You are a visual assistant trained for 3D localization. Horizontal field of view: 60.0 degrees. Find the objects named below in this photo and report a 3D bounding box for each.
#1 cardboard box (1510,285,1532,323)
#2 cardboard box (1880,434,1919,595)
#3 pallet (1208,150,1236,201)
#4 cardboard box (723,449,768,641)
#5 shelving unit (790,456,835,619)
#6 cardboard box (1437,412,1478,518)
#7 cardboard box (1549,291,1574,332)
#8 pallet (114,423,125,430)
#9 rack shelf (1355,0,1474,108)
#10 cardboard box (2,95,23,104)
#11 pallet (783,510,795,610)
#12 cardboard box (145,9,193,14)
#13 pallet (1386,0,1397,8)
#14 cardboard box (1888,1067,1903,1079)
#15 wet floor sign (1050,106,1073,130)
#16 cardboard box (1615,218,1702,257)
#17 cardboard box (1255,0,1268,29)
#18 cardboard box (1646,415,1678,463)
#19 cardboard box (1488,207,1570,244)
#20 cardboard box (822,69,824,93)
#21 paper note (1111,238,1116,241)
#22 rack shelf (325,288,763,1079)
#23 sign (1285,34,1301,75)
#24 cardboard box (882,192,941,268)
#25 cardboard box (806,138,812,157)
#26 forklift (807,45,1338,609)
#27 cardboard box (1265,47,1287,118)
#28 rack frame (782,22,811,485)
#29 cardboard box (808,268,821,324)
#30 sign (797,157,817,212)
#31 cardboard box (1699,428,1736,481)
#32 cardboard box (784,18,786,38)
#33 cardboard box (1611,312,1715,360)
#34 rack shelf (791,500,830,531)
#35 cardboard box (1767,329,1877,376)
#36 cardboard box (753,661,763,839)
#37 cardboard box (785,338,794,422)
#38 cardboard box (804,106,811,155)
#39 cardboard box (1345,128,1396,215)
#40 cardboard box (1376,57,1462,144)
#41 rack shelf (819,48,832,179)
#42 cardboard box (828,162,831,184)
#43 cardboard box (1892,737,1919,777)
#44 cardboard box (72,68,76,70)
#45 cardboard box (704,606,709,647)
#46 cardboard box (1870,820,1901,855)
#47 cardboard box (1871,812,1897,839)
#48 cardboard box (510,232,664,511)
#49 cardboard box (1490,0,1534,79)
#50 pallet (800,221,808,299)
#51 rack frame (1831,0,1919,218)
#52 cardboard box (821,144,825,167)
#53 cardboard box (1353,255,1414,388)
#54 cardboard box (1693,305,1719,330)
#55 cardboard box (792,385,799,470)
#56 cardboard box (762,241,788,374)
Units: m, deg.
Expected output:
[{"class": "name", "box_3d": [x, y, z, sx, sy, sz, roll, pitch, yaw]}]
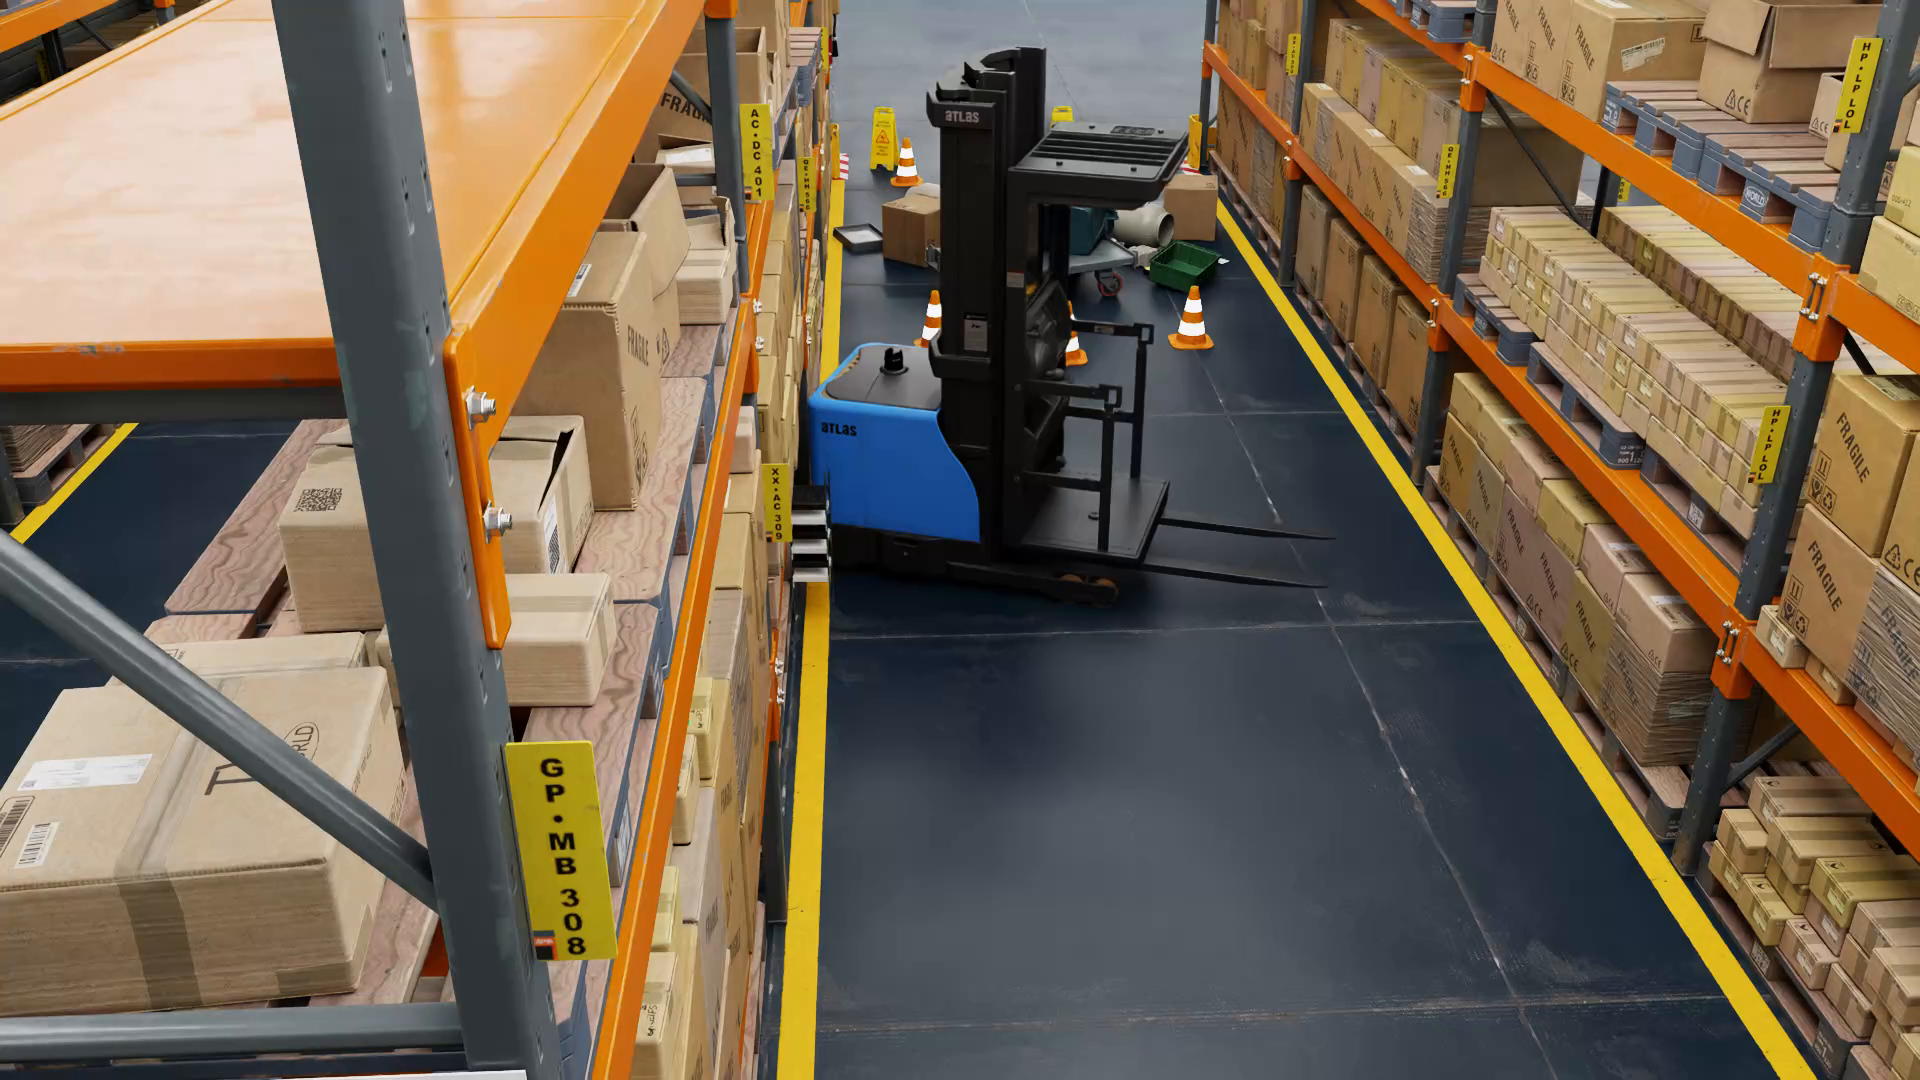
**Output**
[{"class": "cardboard box", "box_3d": [3.338, -1.333, 9.379, 0.380, 0.149, 0.250, 0, 28, 0]}, {"class": "cardboard box", "box_3d": [3.519, -0.037, 5.566, 0.500, 0.500, 0.500, -2, 28, -4]}, {"class": "pallet", "box_3d": [3.190, -3.809, 17.324, 1.003, 0.211, 1.213, -1, 28, -3]}, {"class": "cardboard box", "box_3d": [-0.941, 0.019, 5.780, 0.500, 0.500, 0.500, -2, 28, -3]}, {"class": "shelving unit", "box_3d": [-0.831, -0.011, 9.297, 0.210, 0.900, 0.258, 0, 28, 1]}, {"class": "cardboard box", "box_3d": [3.270, -0.463, 10.143, 0.500, 0.500, 0.500, -3, 28, -5]}, {"class": "cardboard box", "box_3d": [3.372, -1.217, 8.835, 0.380, 0.149, 0.250, -1, 28, -3]}, {"class": "pallet", "box_3d": [-6.472, -1.137, 12.202, 1.003, 0.211, 1.213, -1, 28, -3]}, {"class": "rack shelf", "box_3d": [3.383, -3.653, 11.544, 1.077, 0.370, 4.000, -1, 28, -3]}, {"class": "cardboard box", "box_3d": [-6.838, -3.201, 12.335, 0.380, 0.149, 0.250, -1, 28, -3]}, {"class": "pallet", "box_3d": [-1.484, 0.051, 9.925, 1.003, 0.211, 1.213, -1, 28, -3]}, {"class": "cardboard box", "box_3d": [-6.951, -4.591, 14.678, 0.380, 0.149, 0.250, -1, 28, -1]}, {"class": "pallet", "box_3d": [3.340, -3.777, 11.208, 1.003, 0.211, 1.213, 0, 28, 0]}, {"class": "cardboard box", "box_3d": [3.503, 1.981, 5.836, 0.380, 0.149, 0.250, -2, 28, -4]}, {"class": "wet floor sign", "box_3d": [1.091, -4.334, 17.862, 0.267, 0.644, 0.232, -6, 28, -11]}, {"class": "cardboard box", "box_3d": [3.982, -1.725, 9.488, 0.380, 0.149, 0.250, -2, 28, -3]}, {"class": "cardboard box", "box_3d": [3.223, -5.030, 15.321, 0.875, 0.550, 0.500, -1, 28, -3]}, {"class": "cardboard box", "box_3d": [3.440, -0.475, 7.735, 0.380, 0.149, 0.250, -3, 28, -5]}, {"class": "cardboard box", "box_3d": [3.319, -1.836, 9.702, 0.380, 0.149, 0.250, -1, 28, -3]}, {"class": "cardboard box", "box_3d": [-1.466, -4.249, 14.722, 0.500, 0.500, 0.500, -2, 28, -3]}, {"class": "paper note", "box_3d": [1.381, -2.828, 15.648, 0.172, 0.023, 0.155, 8, 29, 15]}, {"class": "rack shelf", "box_3d": [-1.137, 0.208, 4.142, 1.077, 0.370, 4.000, -1, 28, -3]}, {"class": "sign", "box_3d": [2.725, -3.970, 13.596, 0.100, 0.325, 0.005, -1, 28, -3]}, {"class": "cardboard box", "box_3d": [-0.356, -2.819, 15.113, 0.500, 0.500, 0.500, 19, 33, 32]}, {"class": "cardboard box", "box_3d": [-1.294, -2.885, 12.355, 0.380, 0.149, 0.250, -1, 28, -2]}, {"class": "forklift", "box_3d": [0.686, -1.181, 9.345, 3.031, 2.935, 1.130, 8, 28, 14]}, {"class": "cardboard box", "box_3d": [3.196, -4.055, 14.619, 0.875, 0.550, 0.550, -1, 28, -3]}, {"class": "rack frame", "box_3d": [-1.450, -1.552, 9.982, 1.000, 3.000, 0.127, -1, 28, -3]}, {"class": "cardboard box", "box_3d": [-1.588, -1.846, 12.933, 0.950, 0.372, 0.625, 0, 28, 1]}, {"class": "sign", "box_3d": [-0.896, -2.080, 9.742, 0.100, 0.325, 0.005, -1, 28, -3]}, {"class": "cardboard box", "box_3d": [3.464, -0.378, 7.227, 0.380, 0.149, 0.250, -1, 28, -2]}, {"class": "cardboard box", "box_3d": [-1.029, -2.381, 8.019, 0.396, 0.266, 0.258, -2, 28, -4]}, {"class": "cardboard box", "box_3d": [3.413, -0.992, 8.082, 0.380, 0.149, 0.250, -3, 28, -5]}, {"class": "rack shelf", "box_3d": [-0.831, -0.141, 9.229, 0.200, 0.077, 0.258, 0, 28, 1]}, {"class": "cardboard box", "box_3d": [4.079, -0.883, 7.873, 0.380, 0.149, 0.250, -2, 28, -3]}, {"class": "cardboard box", "box_3d": [-0.929, 0.697, 5.563, 0.500, 0.500, 0.500, -2, 28, -4]}, {"class": "cardboard box", "box_3d": [-1.066, -0.777, 8.118, 0.500, 0.250, 0.500, -2, 28, -4]}, {"class": "cardboard box", "box_3d": [-1.358, -3.086, 12.040, 0.500, 0.500, 0.500, 0, 28, -1]}, {"class": "cardboard box", "box_3d": [3.115, -2.662, 12.001, 0.500, 0.500, 0.500, -1, 28, -2]}, {"class": "cardboard box", "box_3d": [3.391, -3.120, 11.798, 0.700, 0.500, 0.500, -2, 28, -3]}, {"class": "rack shelf", "box_3d": [-1.764, -4.004, 15.461, 1.077, 0.370, 4.000, -1, 28, -3]}, {"class": "cardboard box", "box_3d": [-1.538, -3.607, 16.442, 0.500, 0.250, 0.500, -1, 28, -2]}, {"class": "cardboard box", "box_3d": [3.547, 0.744, 5.851, 0.380, 0.149, 0.250, -3, 28, -5]}, {"class": "cardboard box", "box_3d": [-6.889, -3.752, 13.390, 0.380, 0.149, 0.250, -2, 28, -3]}, {"class": "cardboard box", "box_3d": [-0.904, 0.247, 4.643, 0.380, 0.149, 0.250, -2, 28, -4]}, {"class": "cardboard box", "box_3d": [4.031, 1.213, 6.988, 0.380, 0.149, 0.250, -1, 28, -2]}, {"class": "cardboard box", "box_3d": [3.975, 1.101, 6.880, 0.380, 0.149, 0.250, -1, 28, -1]}, {"class": "cardboard box", "box_3d": [-0.988, -0.397, 3.853, 0.500, 0.500, 0.500, -1, 28, -2]}, {"class": "cardboard box", "box_3d": [3.252, -2.822, 9.065, 0.500, 0.500, 0.500, -1, 28, -3]}, {"class": "pallet", "box_3d": [-1.594, -1.793, 10.652, 1.213, 0.211, 1.003, -1, 28, -3]}, {"class": "rack frame", "box_3d": [3.697, -2.531, 5.371, 1.000, 3.000, 0.127, -1, 28, -3]}, {"class": "cardboard box", "box_3d": [-1.367, -3.324, 14.387, 0.380, 0.149, 0.250, -1, 28, -2]}, {"class": "cardboard box", "box_3d": [3.497, -1.594, 12.041, 1.050, 0.750, 0.750, -1, 28, -2]}, {"class": "cardboard box", "box_3d": [4.038, -1.112, 8.634, 0.380, 0.149, 0.250, -1, 28, -1]}, {"class": "cardboard box", "box_3d": [-1.057, -0.555, 8.232, 0.500, 0.250, 0.500, -2, 28, -3]}, {"class": "cardboard box", "box_3d": [-1.088, -1.107, 7.939, 0.500, 0.500, 0.500, -2, 28, -3]}]
